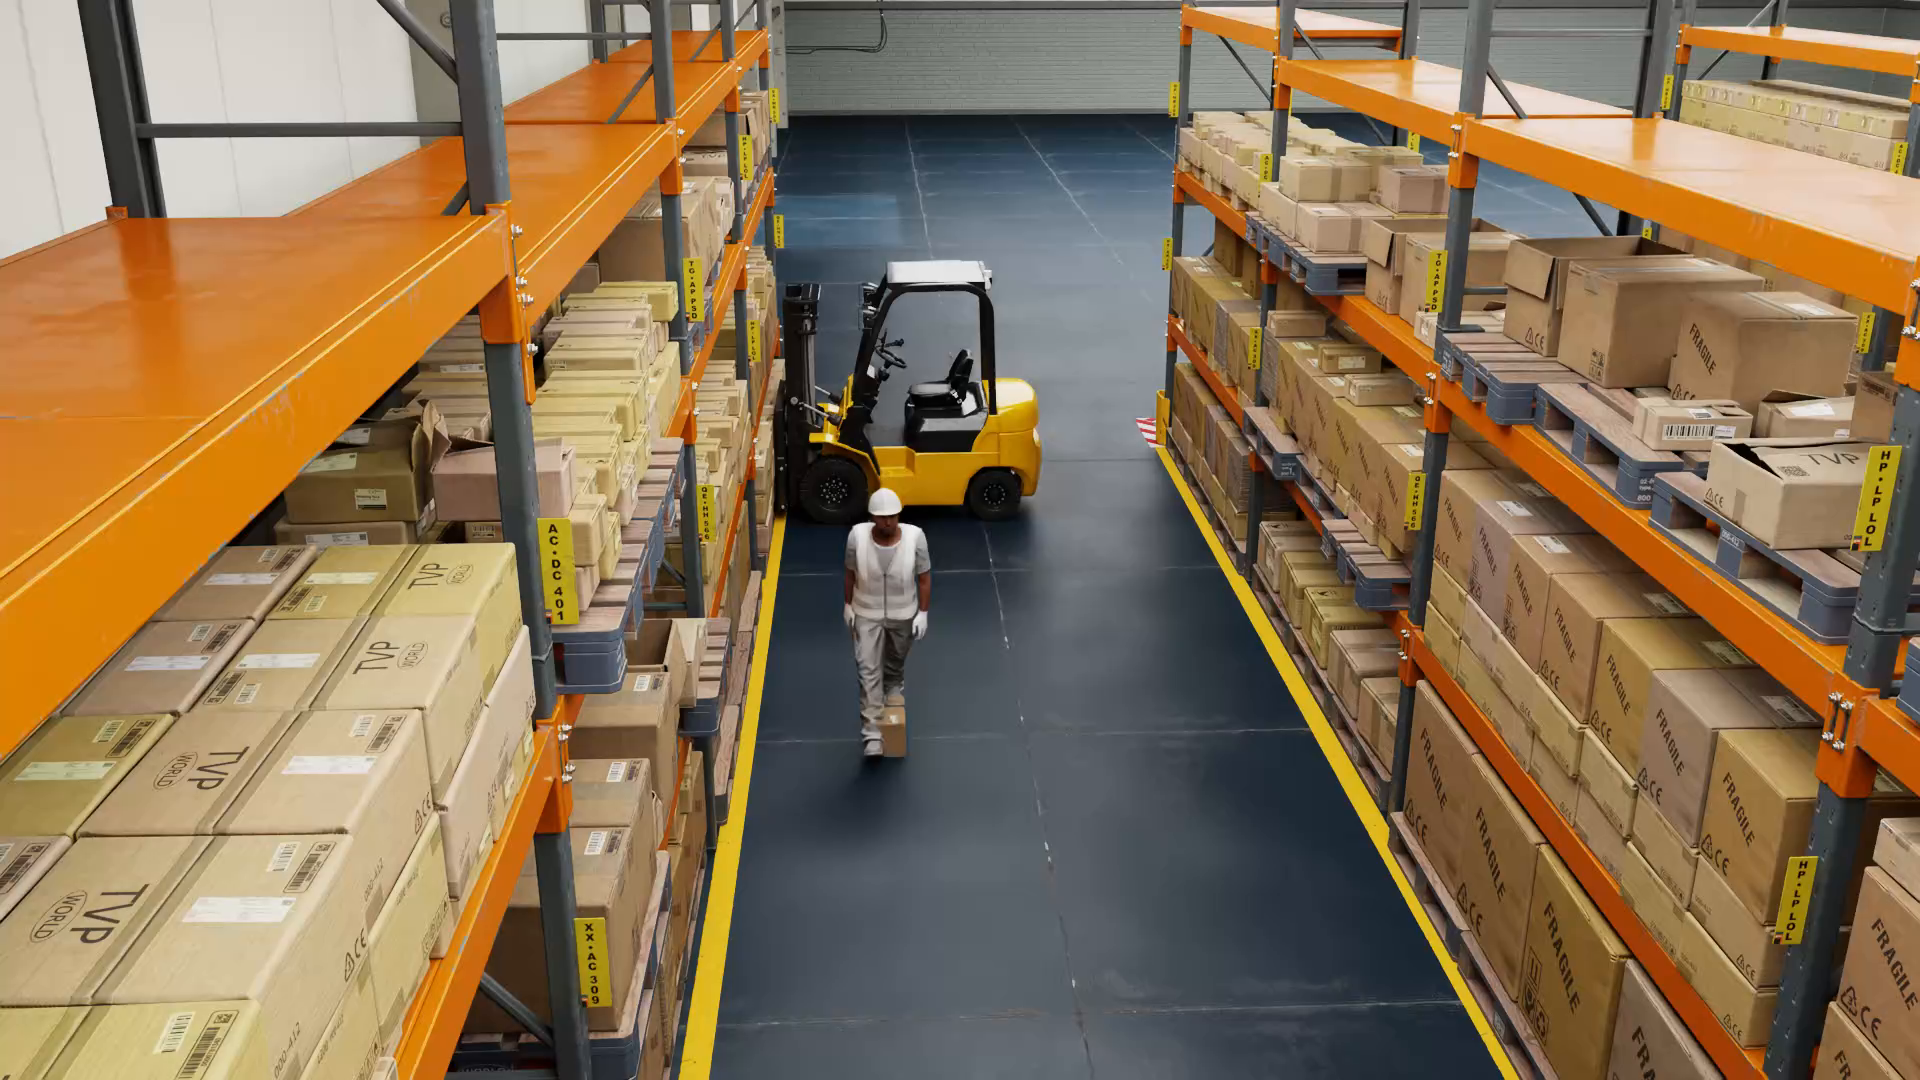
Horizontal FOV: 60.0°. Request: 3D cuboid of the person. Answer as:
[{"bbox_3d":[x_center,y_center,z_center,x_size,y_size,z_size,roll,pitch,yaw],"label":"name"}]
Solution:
[{"bbox_3d":[-0.462,0.465,10.688,0.565,1.706,1.129,-2,20,-6],"label":"person"}]
